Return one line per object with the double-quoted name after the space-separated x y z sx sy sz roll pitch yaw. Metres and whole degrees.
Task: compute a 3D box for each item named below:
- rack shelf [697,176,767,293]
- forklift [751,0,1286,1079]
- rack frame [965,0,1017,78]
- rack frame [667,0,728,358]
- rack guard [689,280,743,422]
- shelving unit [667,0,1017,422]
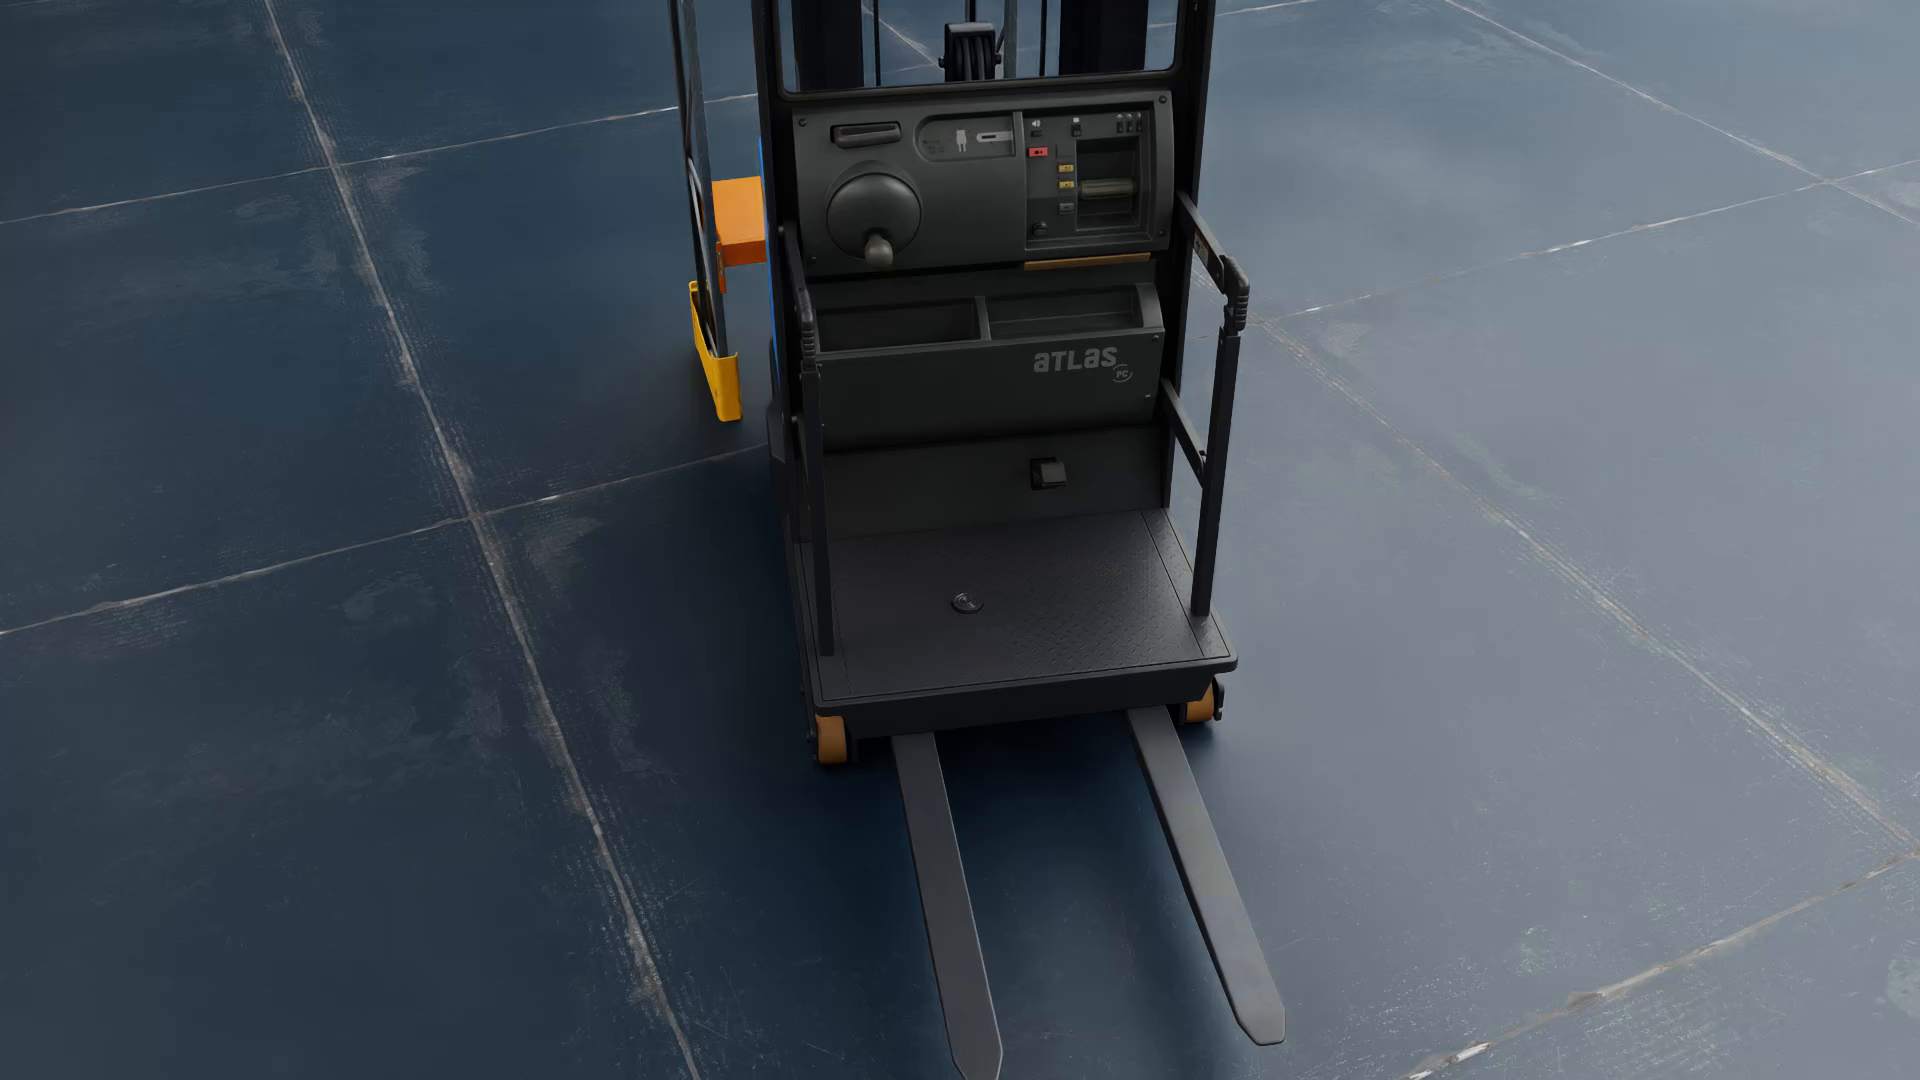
-0.390 -1.127 5.812 1.000 0.185 0.538 -10 38 -13 "rack shelf"
0.102 -0.810 3.882 1.130 2.935 3.031 -6 37 -8 "forklift"
0.099 -1.354 5.817 0.032 1.500 0.500 -10 38 -13 "rack frame"
-0.879 -1.188 5.593 0.032 1.500 0.500 -10 38 -13 "rack frame"
-0.877 -0.686 5.965 0.087 0.250 0.587 -10 38 -13 "rack guard"
-0.399 -1.270 5.703 1.083 1.500 0.587 -10 38 -13 "shelving unit"
